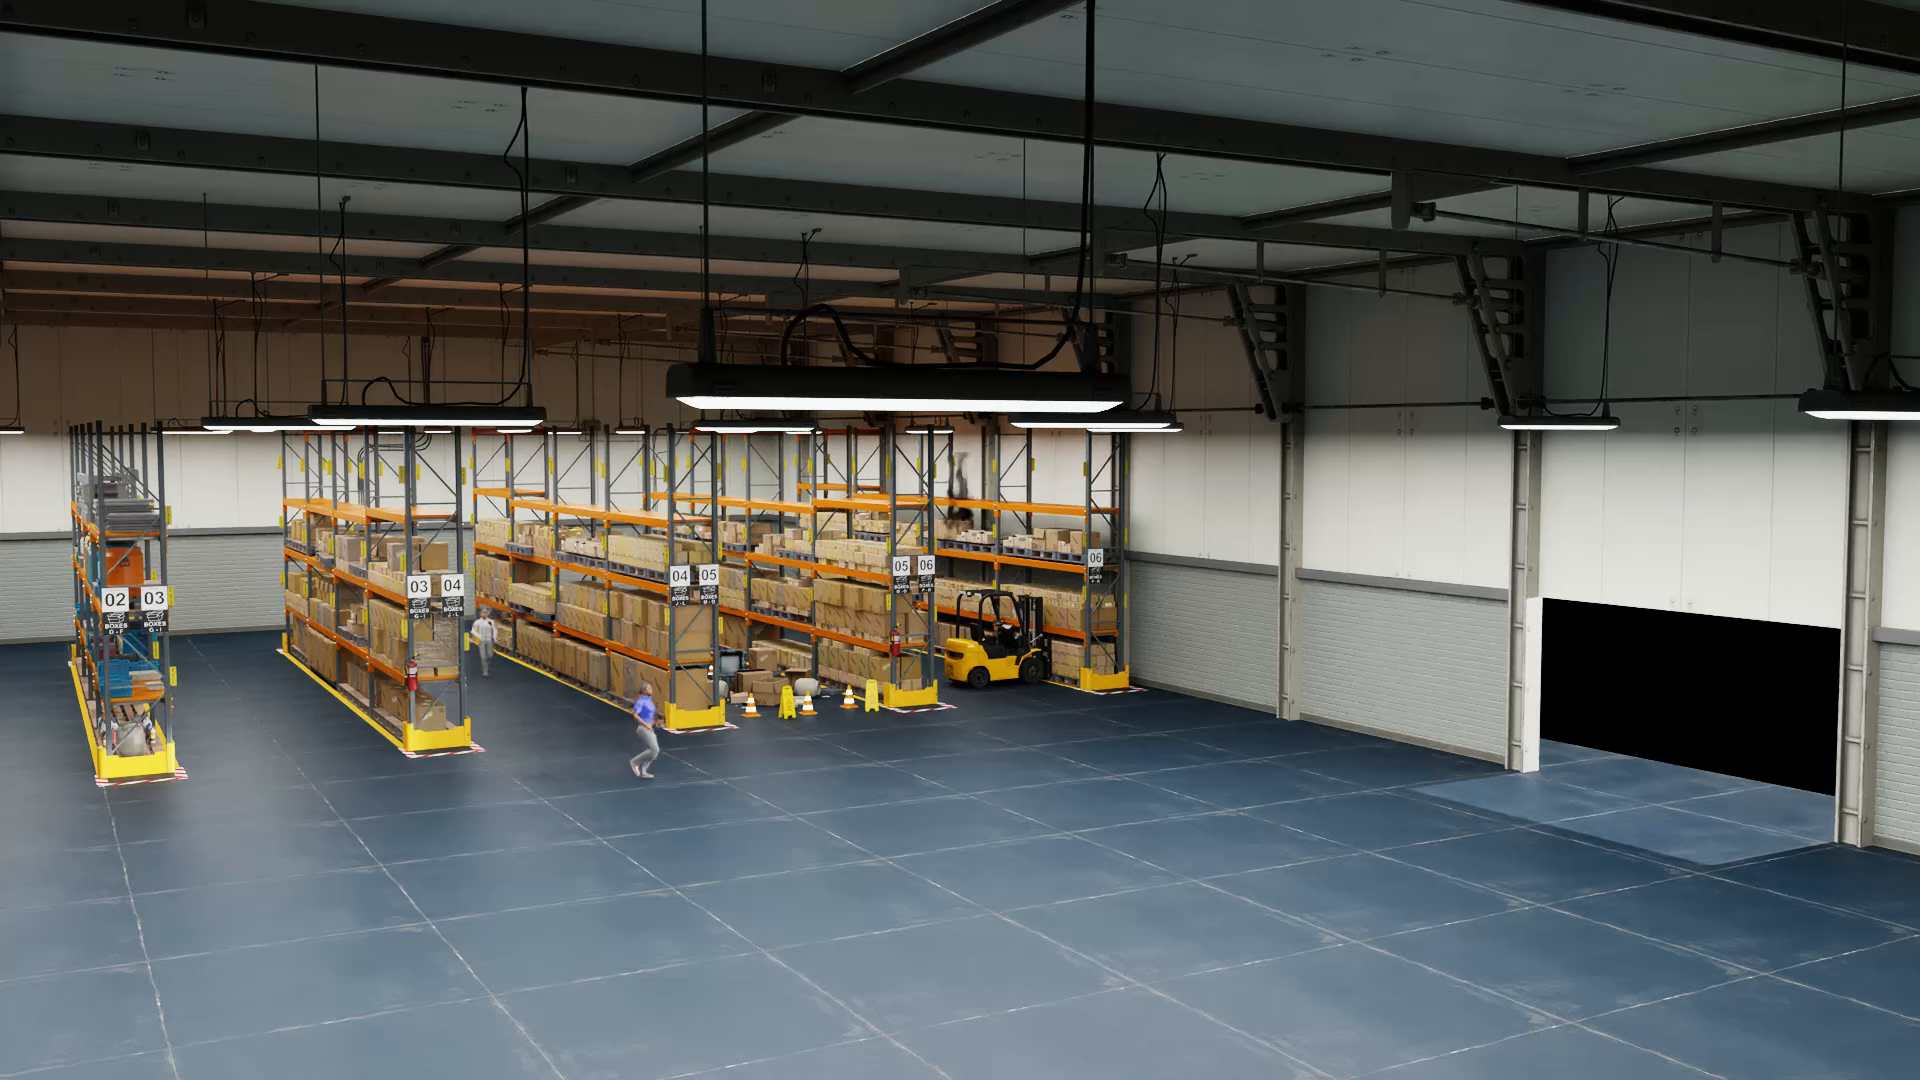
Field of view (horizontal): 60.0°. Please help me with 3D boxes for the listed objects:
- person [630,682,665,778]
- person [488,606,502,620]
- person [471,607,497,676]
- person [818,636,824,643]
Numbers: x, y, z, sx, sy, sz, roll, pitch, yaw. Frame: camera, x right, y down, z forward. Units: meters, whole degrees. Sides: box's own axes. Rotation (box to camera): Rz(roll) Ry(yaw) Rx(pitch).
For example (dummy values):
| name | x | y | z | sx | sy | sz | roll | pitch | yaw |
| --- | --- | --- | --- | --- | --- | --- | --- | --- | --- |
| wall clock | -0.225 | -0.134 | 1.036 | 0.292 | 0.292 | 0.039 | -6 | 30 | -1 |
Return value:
| name | x | y | z | sx | sy | sz | roll | pitch | yaw |
| --- | --- | --- | --- | --- | --- | --- | --- | --- | --- |
| person | -5.252 | 3.191 | 27.894 | 0.546 | 1.609 | 0.537 | 0 | 4 | 2 |
| person | -13.537 | 1.919 | 48.400 | 0.678 | 1.610 | 0.651 | 3 | 4 | 37 |
| person | -11.432 | 2.436 | 40.008 | 0.616 | 1.659 | 0.554 | -2 | 4 | -26 |
| person | -3.588 | 2.218 | 43.145 | 0.576 | 1.743 | 0.721 | -3 | 4 | -37 |
